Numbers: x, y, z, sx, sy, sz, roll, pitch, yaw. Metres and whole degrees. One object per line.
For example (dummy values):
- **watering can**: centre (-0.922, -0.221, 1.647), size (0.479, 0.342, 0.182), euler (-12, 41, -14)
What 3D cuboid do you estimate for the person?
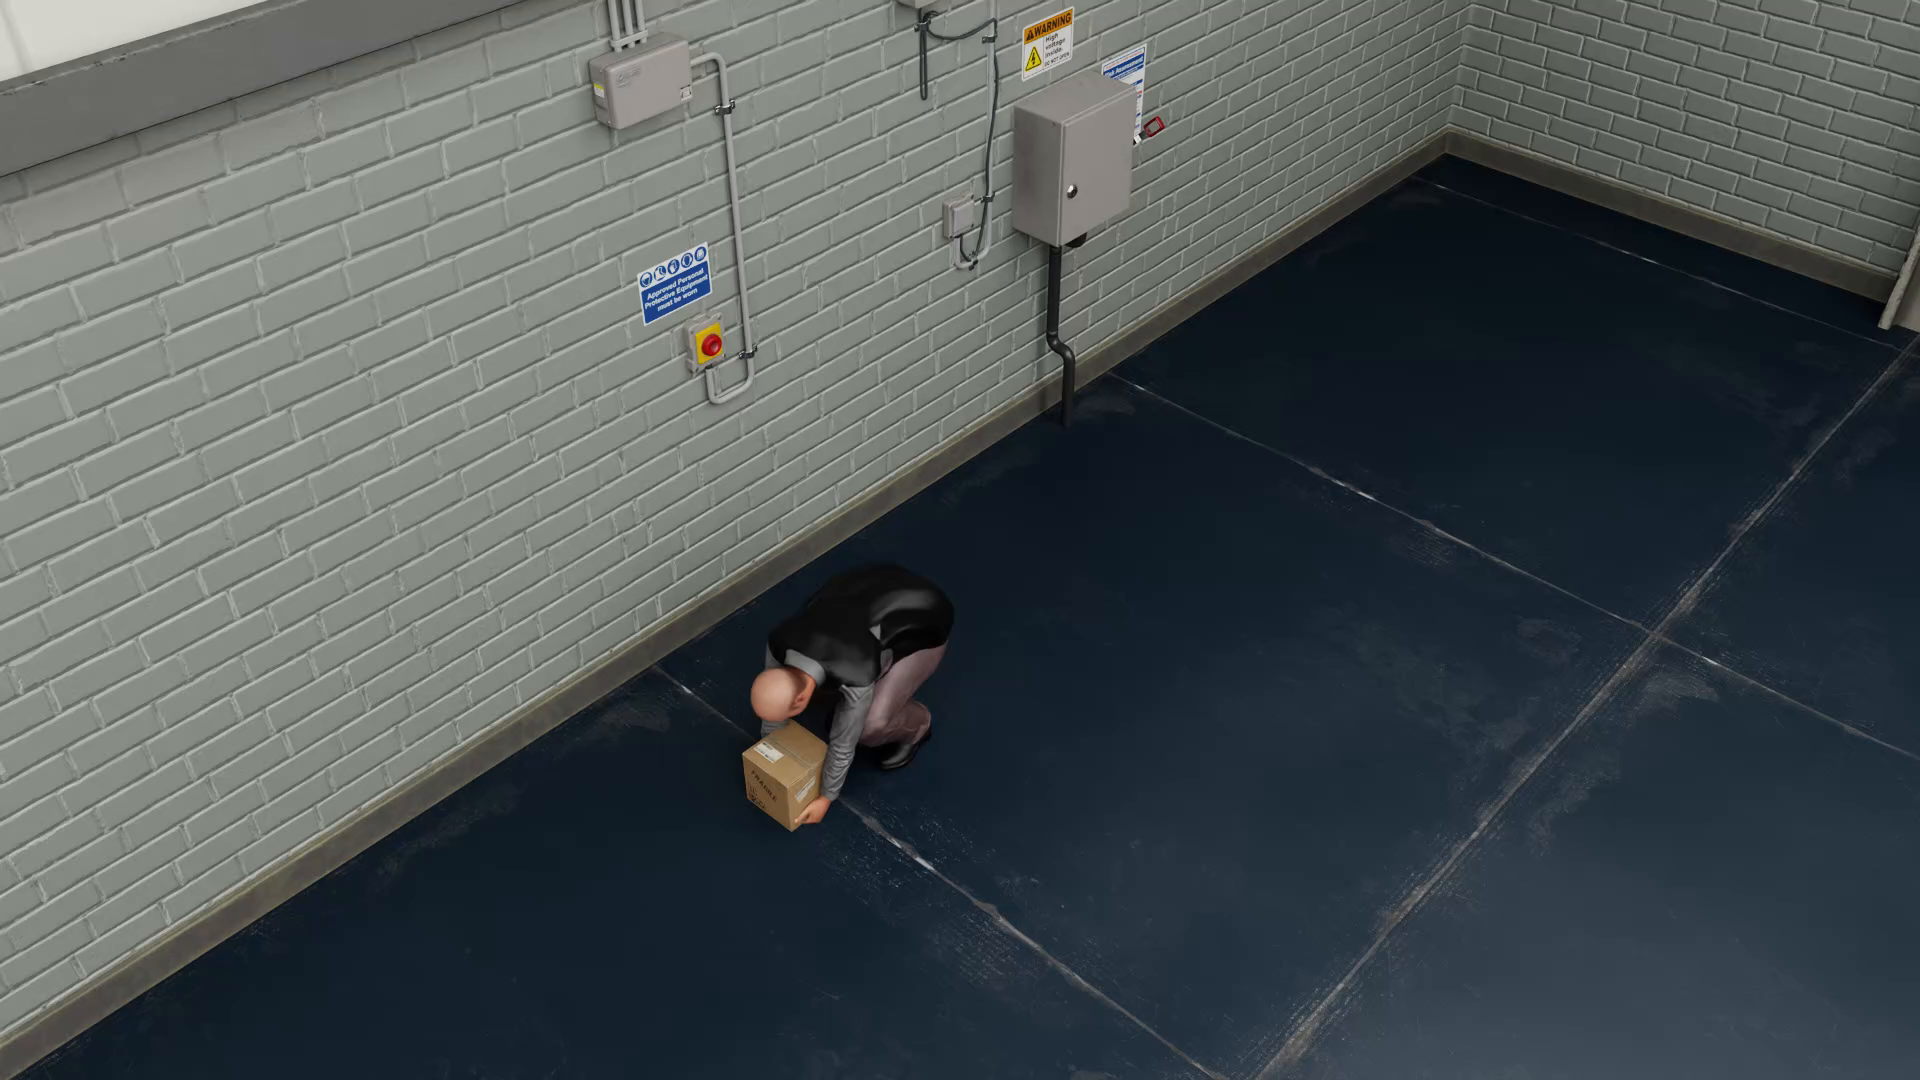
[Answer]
- **person**: centre (-0.424, 0.546, 6.266), size (0.505, 0.795, 0.942), euler (29, 47, 31)
